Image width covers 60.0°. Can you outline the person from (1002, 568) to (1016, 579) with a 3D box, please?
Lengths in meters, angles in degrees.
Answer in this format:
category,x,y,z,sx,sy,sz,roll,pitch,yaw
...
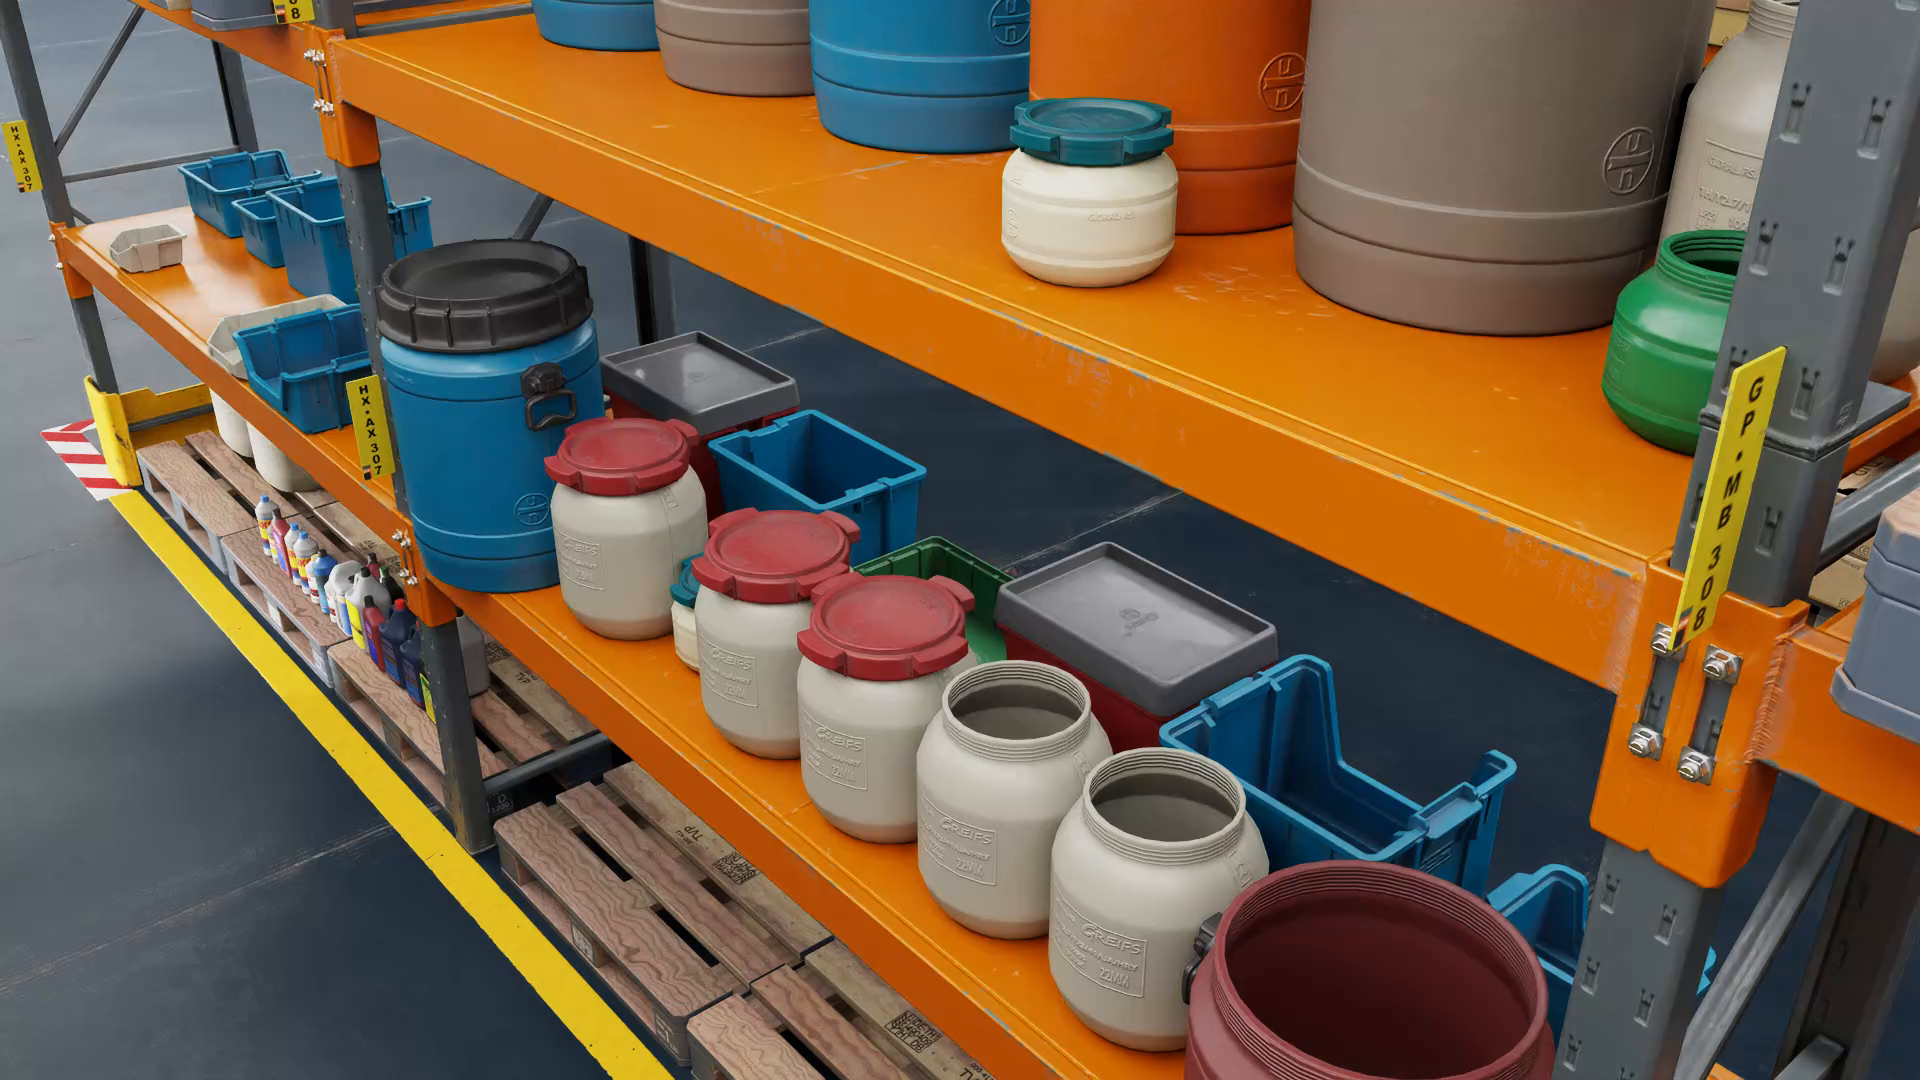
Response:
category,x,y,z,sx,sy,sz,roll,pitch,yaw
person,-0.003,0.626,5.321,0.419,1.337,0.783,-23,36,-36
